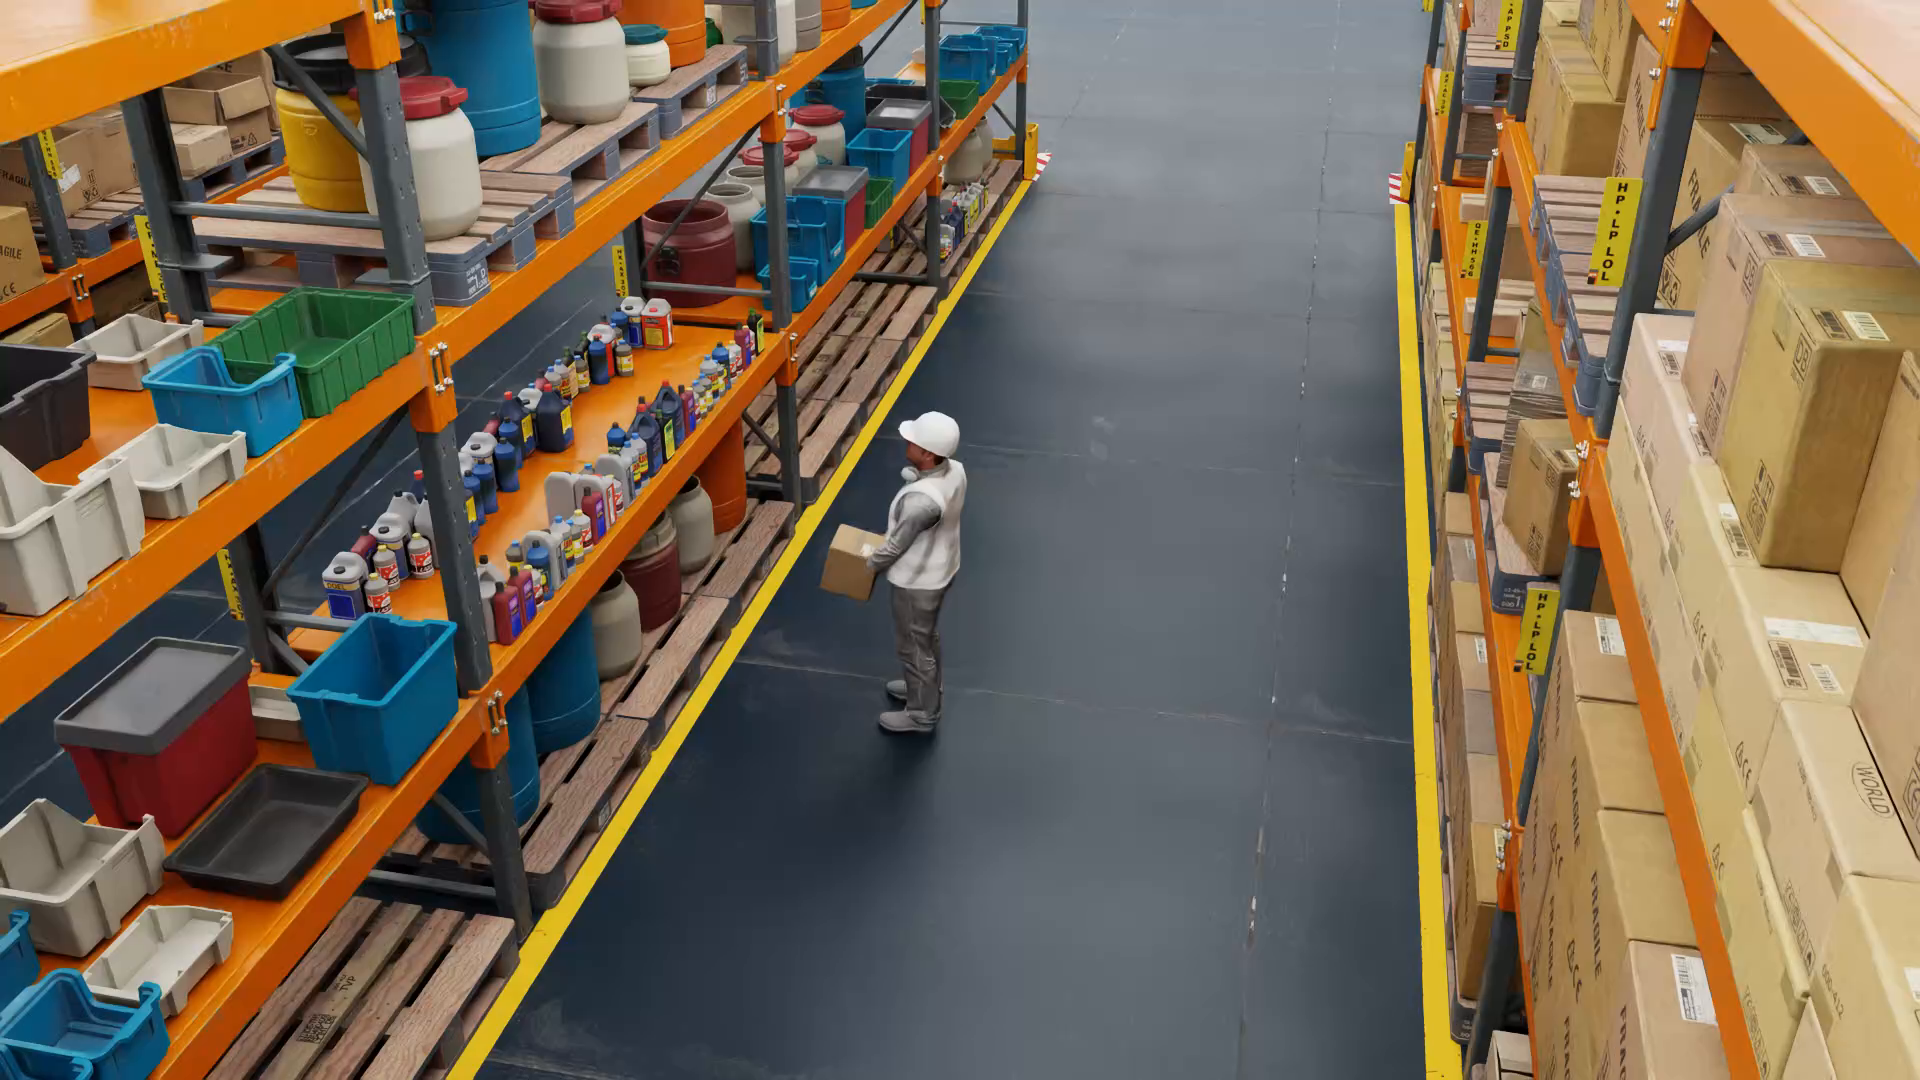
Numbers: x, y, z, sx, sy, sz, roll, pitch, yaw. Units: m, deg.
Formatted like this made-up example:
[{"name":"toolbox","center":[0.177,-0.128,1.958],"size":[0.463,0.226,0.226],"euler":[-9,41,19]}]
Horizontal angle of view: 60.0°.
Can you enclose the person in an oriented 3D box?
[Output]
[{"name":"person","center":[-0.254,0.152,8.312],"size":[0.533,1.776,0.514],"euler":[9,30,17]}]
